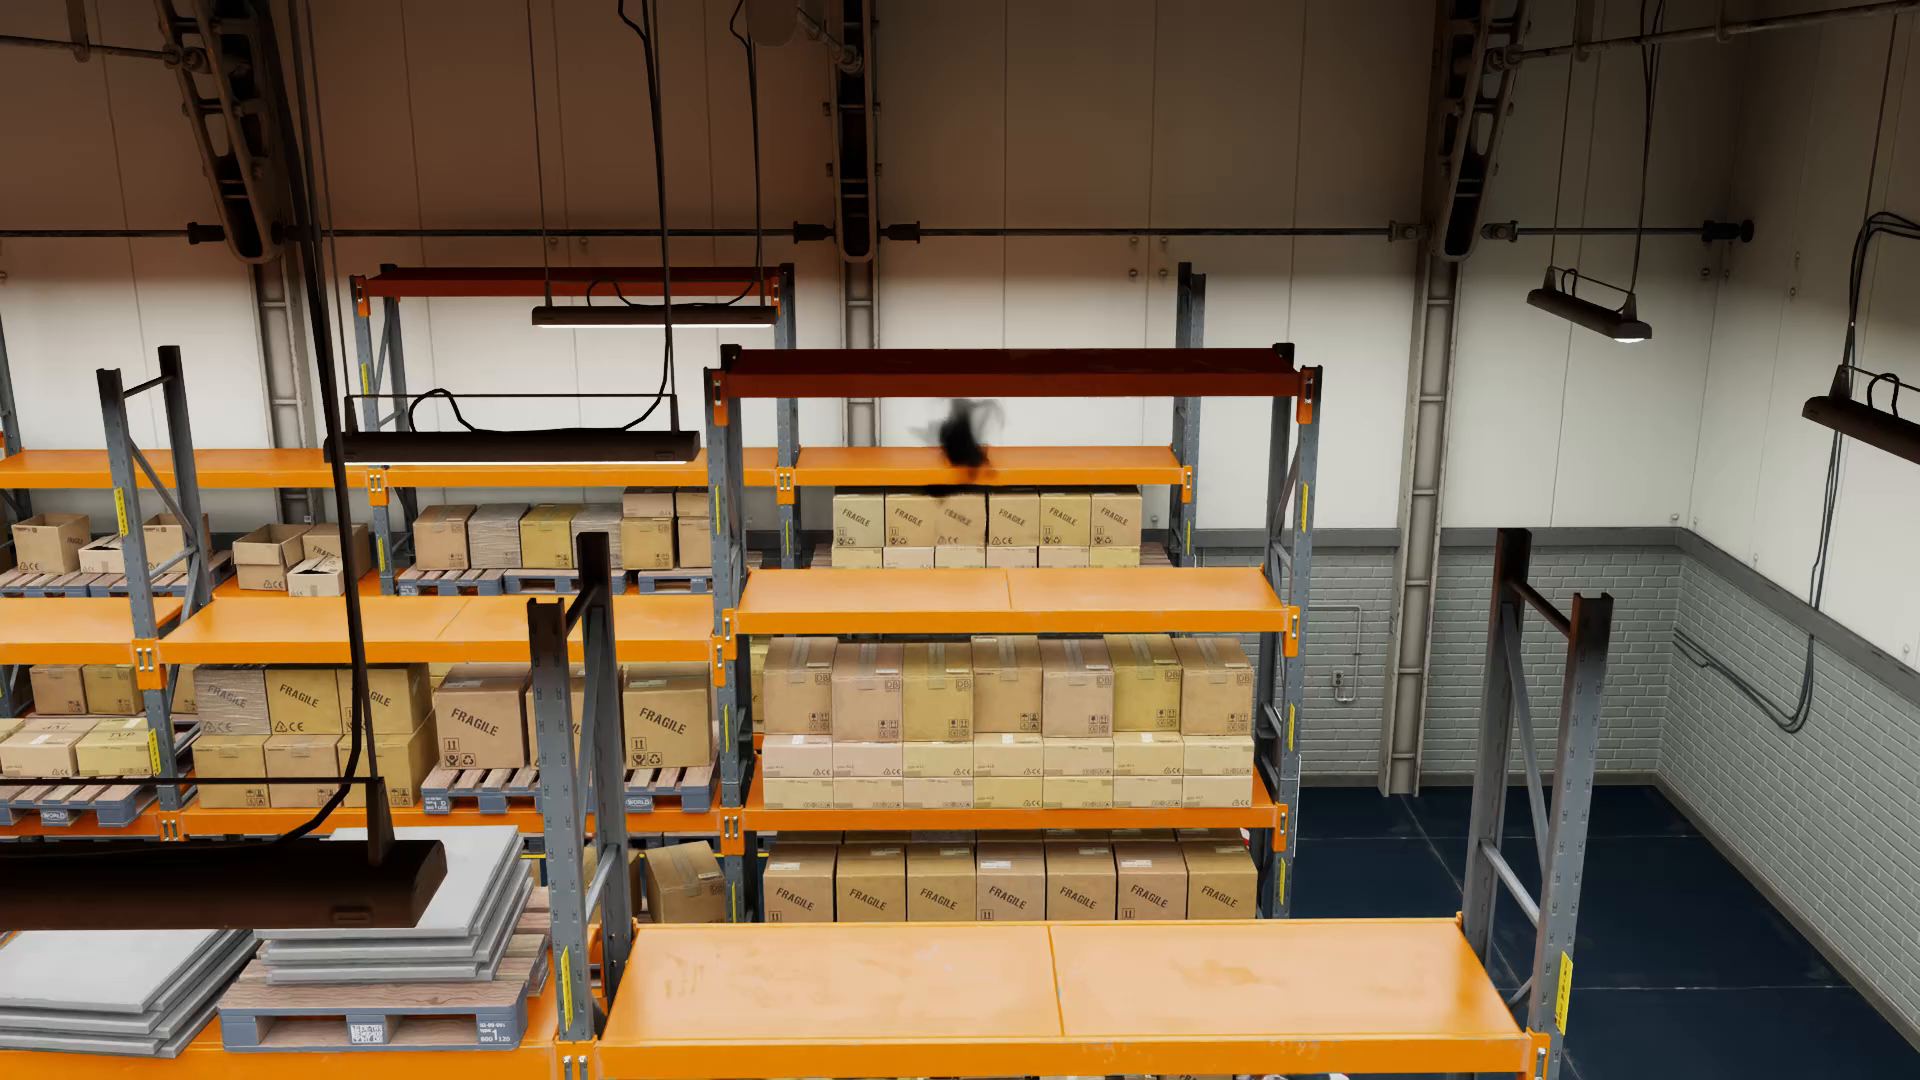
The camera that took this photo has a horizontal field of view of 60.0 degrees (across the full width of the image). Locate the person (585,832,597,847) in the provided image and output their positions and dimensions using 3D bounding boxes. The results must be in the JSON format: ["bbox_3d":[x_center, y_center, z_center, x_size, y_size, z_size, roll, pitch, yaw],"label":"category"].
[{"bbox_3d":[-3.274,2.877,15.319,0.815,1.713,0.527,-4,17,-14],"label":"person"}]

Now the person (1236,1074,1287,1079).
[{"bbox_3d":[2.062,4.157,11.349,0.885,1.624,0.616,-9,18,-28],"label":"person"}]
